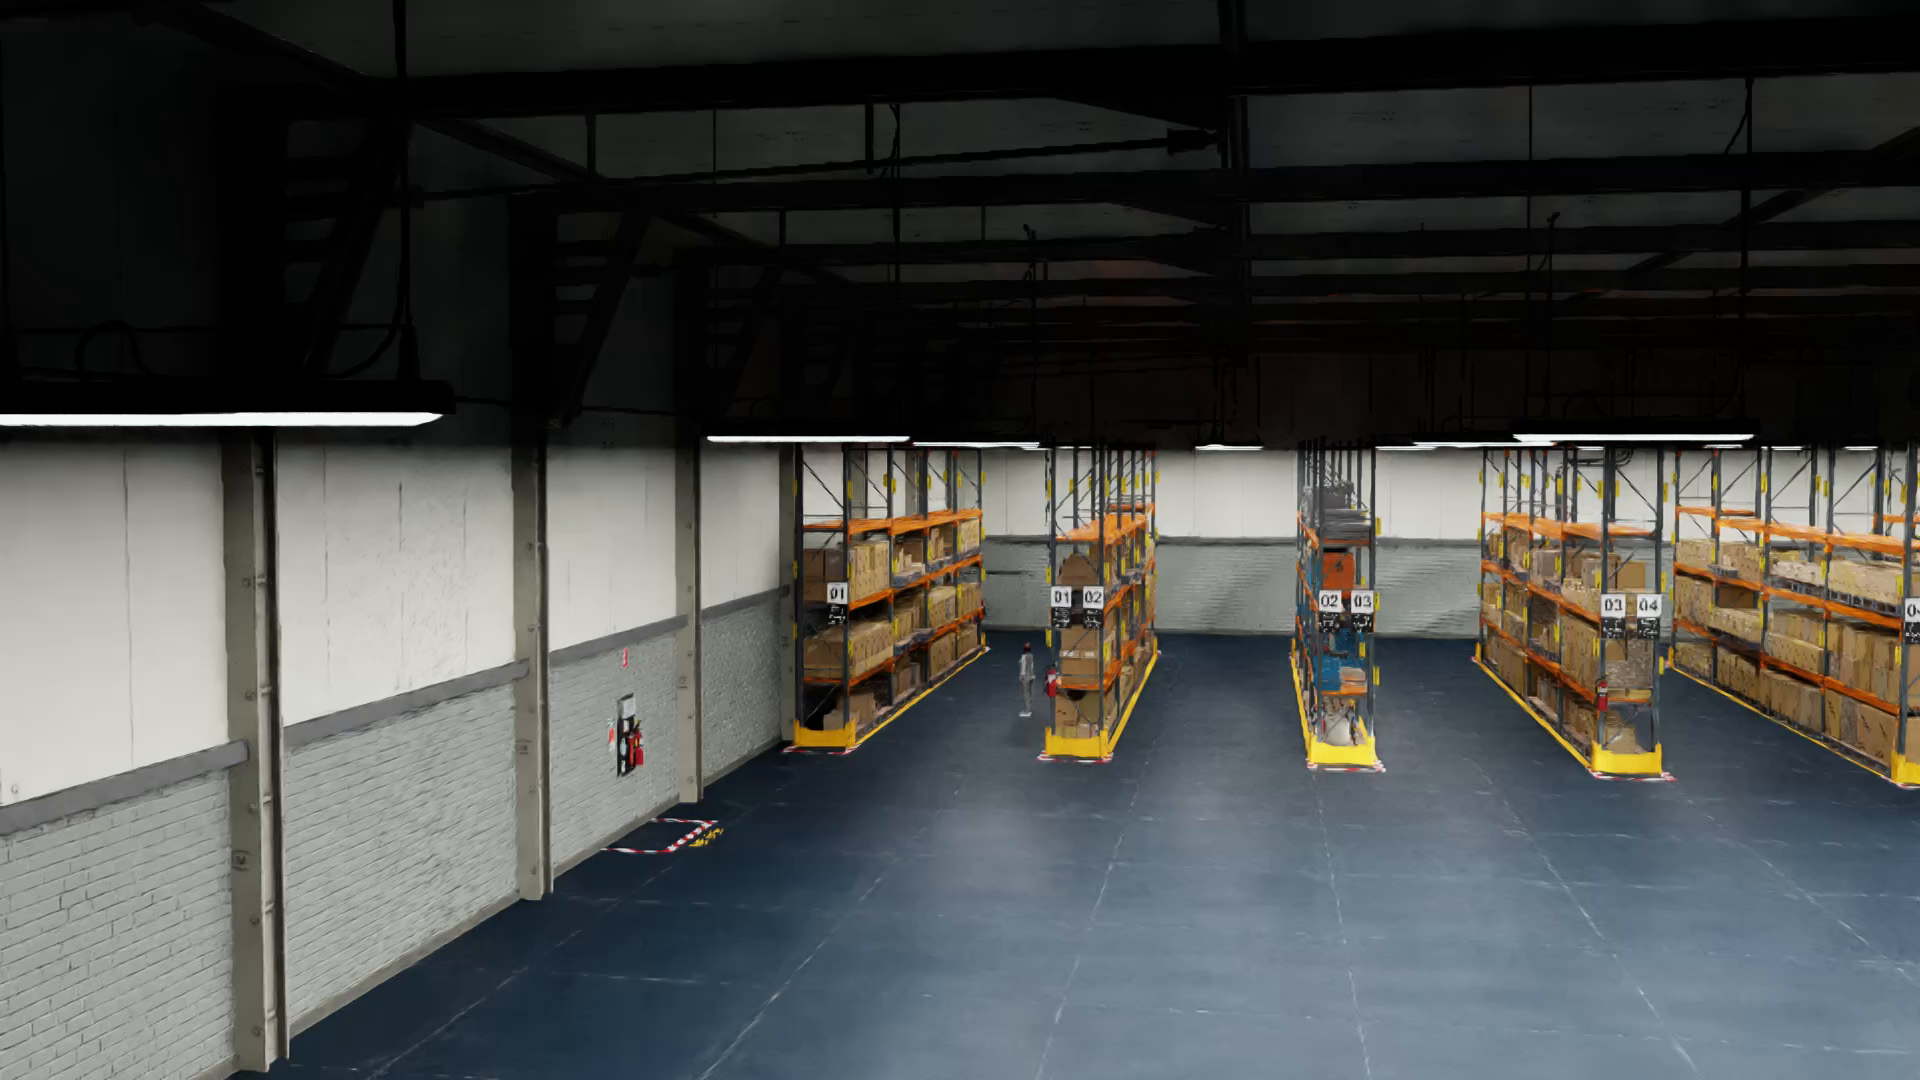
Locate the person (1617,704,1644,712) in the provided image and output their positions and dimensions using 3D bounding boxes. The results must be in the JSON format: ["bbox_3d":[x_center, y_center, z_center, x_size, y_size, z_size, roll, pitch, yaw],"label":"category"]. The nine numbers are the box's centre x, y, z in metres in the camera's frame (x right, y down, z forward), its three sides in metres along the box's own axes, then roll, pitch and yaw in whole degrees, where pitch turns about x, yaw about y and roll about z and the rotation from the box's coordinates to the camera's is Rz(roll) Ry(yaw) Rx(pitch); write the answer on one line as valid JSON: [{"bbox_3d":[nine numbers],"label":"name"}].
[{"bbox_3d":[14.757,2.981,36.698,0.450,1.558,1.089,0,3,8],"label":"person"}]

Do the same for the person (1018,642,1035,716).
[{"bbox_3d":[1.430,3.010,36.044,0.368,1.598,0.416,2,4,32],"label":"person"}]

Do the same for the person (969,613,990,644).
[{"bbox_3d":[0.488,2.317,49.183,0.528,1.588,0.638,3,4,43],"label":"person"}]
